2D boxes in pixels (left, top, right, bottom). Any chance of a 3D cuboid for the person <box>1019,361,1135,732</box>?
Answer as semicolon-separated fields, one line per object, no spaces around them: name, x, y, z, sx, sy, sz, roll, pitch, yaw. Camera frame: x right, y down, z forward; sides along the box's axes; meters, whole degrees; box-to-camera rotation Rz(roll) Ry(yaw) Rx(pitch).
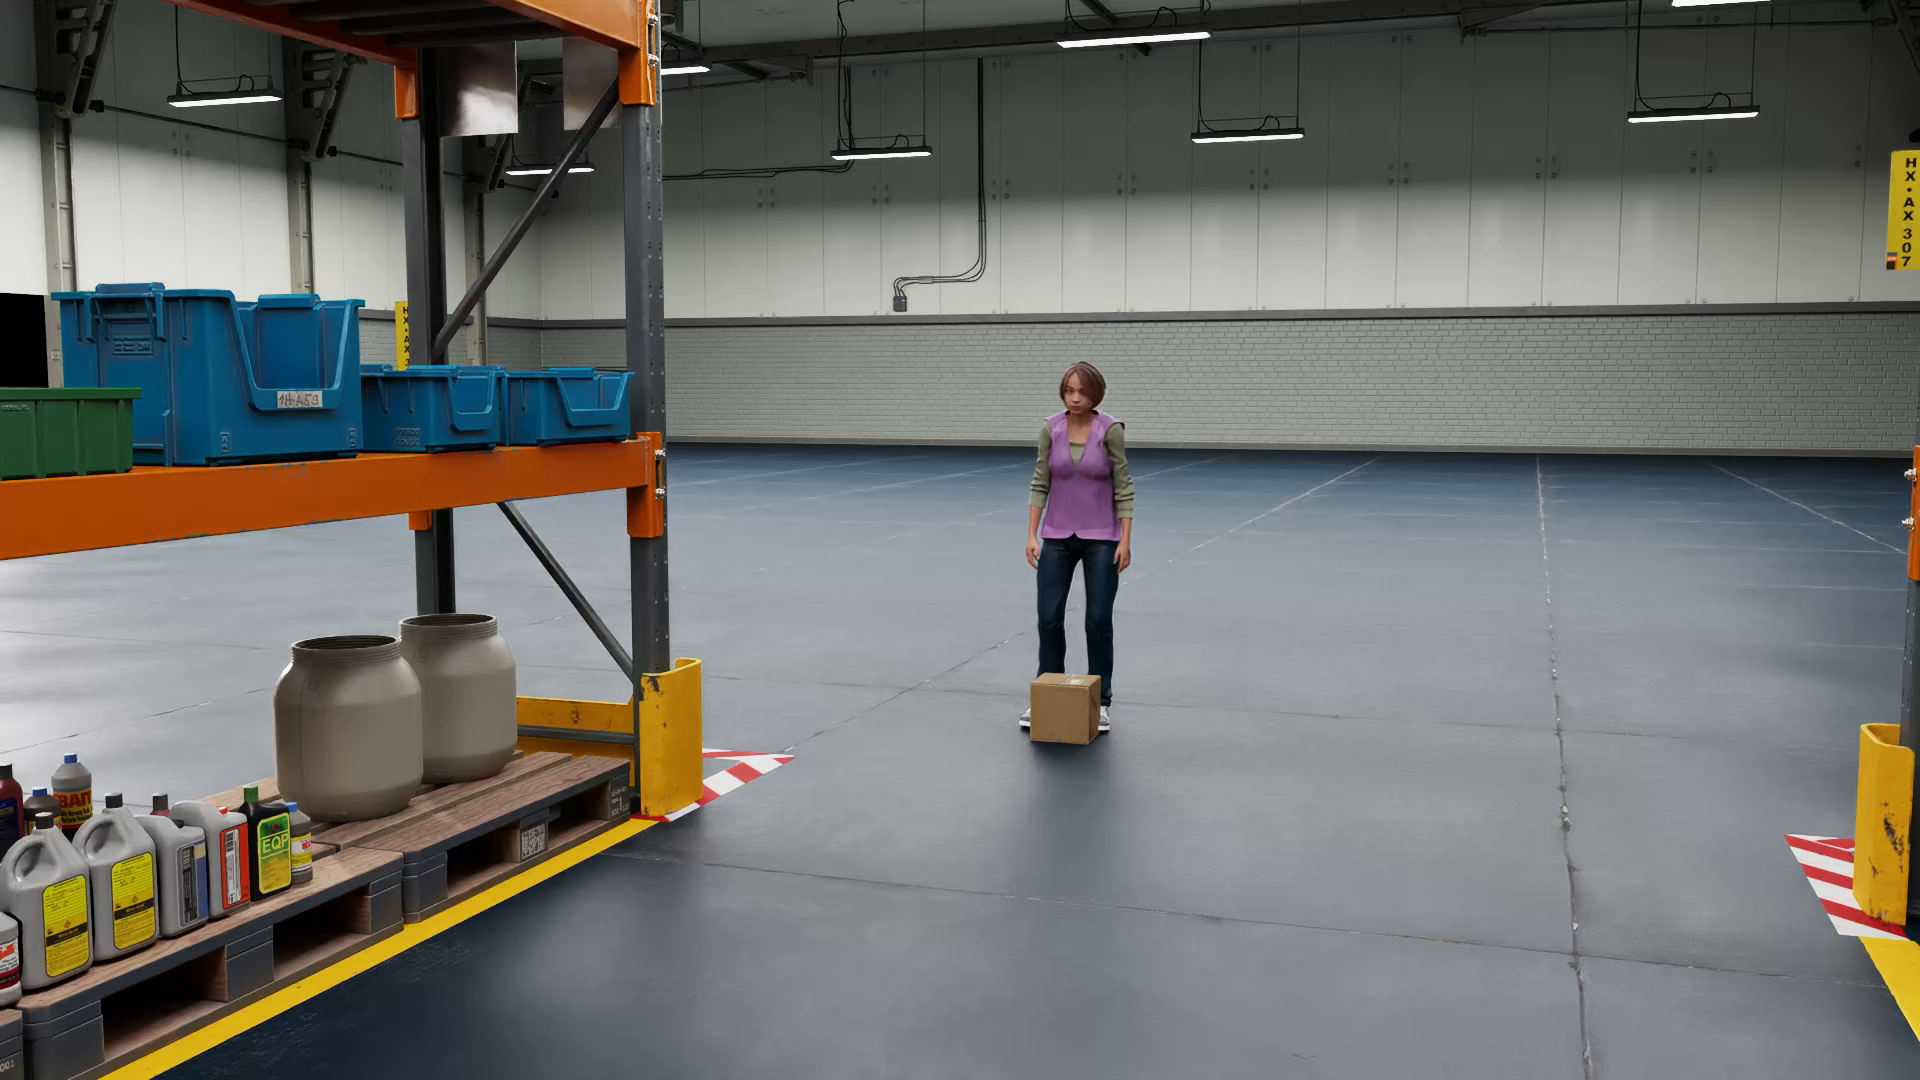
person;0.517;0.024;7.208;0.474;1.592;0.349;2;6;17
